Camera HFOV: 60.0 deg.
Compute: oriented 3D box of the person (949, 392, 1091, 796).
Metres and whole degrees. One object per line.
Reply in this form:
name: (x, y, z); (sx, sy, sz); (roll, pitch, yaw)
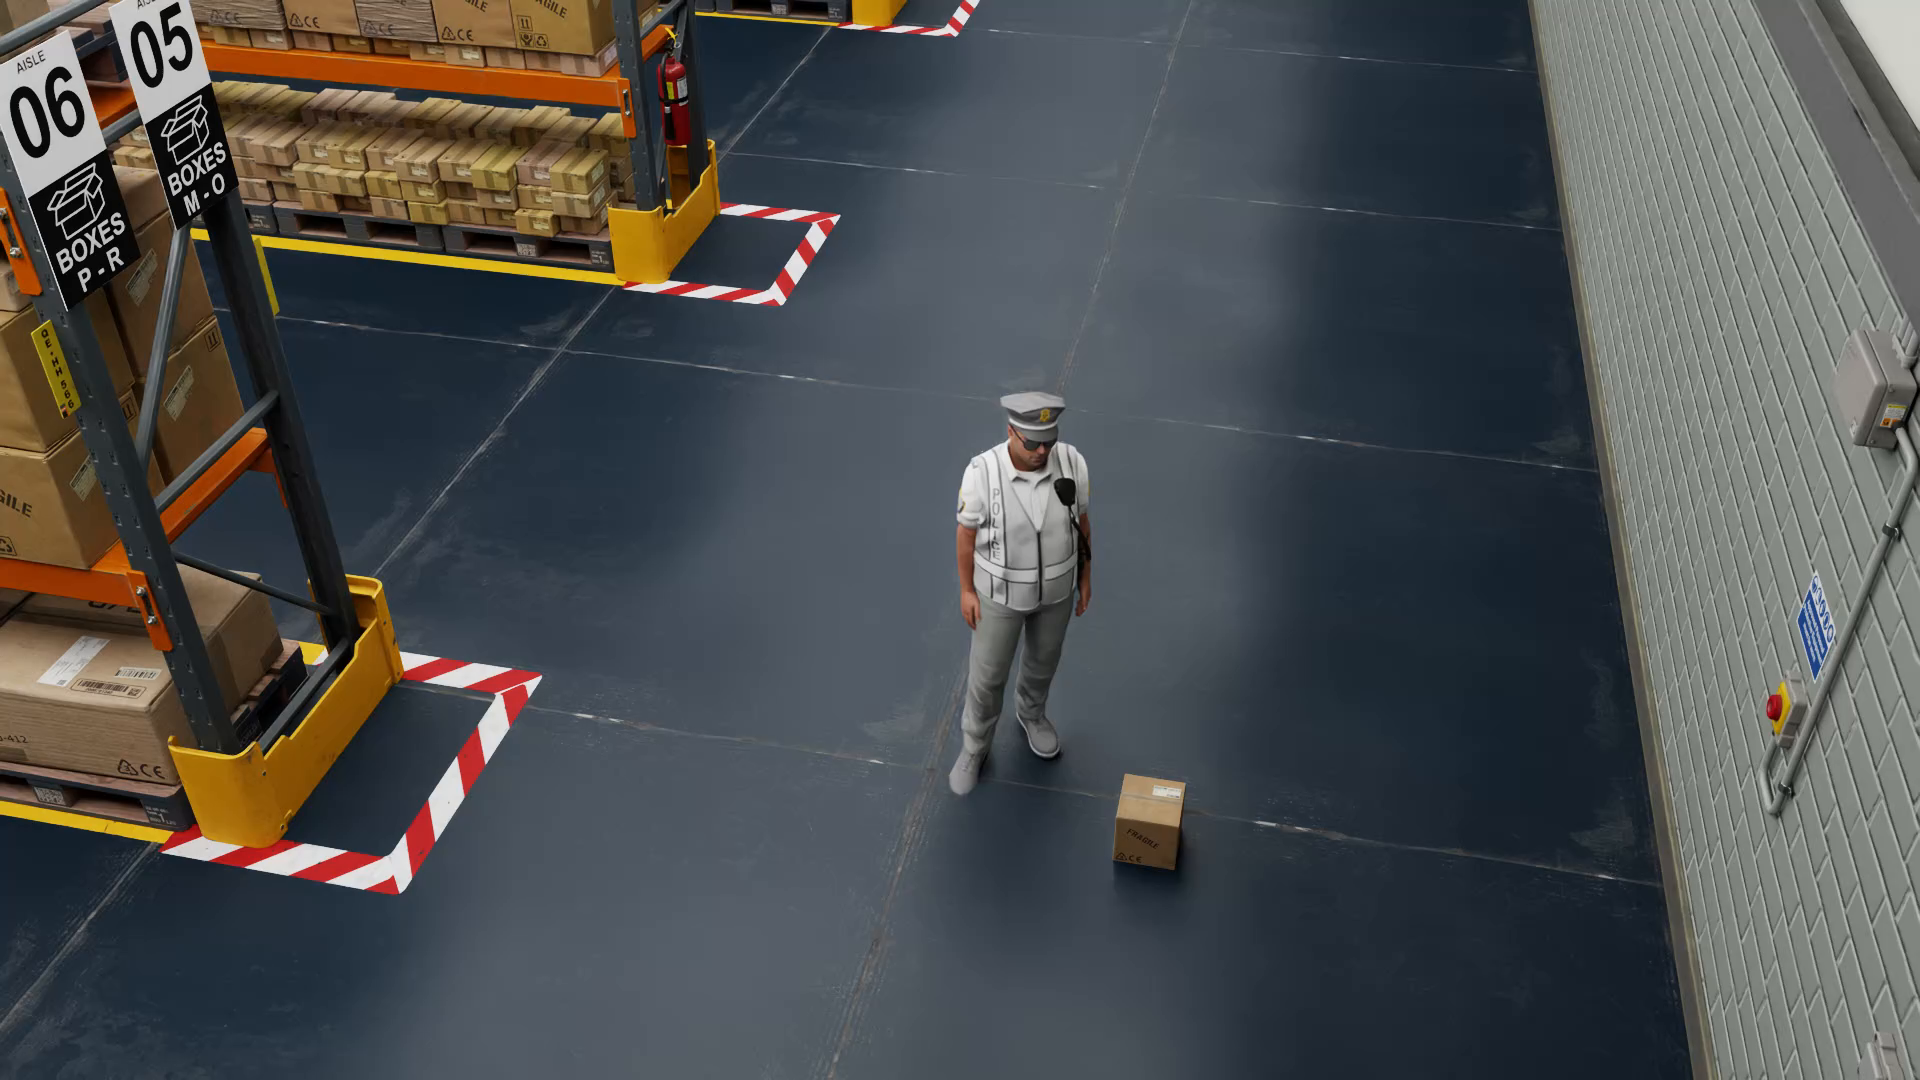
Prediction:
person: (0.220, 0.211, 6.696); (0.650, 1.805, 0.433); (-10, 38, -14)
